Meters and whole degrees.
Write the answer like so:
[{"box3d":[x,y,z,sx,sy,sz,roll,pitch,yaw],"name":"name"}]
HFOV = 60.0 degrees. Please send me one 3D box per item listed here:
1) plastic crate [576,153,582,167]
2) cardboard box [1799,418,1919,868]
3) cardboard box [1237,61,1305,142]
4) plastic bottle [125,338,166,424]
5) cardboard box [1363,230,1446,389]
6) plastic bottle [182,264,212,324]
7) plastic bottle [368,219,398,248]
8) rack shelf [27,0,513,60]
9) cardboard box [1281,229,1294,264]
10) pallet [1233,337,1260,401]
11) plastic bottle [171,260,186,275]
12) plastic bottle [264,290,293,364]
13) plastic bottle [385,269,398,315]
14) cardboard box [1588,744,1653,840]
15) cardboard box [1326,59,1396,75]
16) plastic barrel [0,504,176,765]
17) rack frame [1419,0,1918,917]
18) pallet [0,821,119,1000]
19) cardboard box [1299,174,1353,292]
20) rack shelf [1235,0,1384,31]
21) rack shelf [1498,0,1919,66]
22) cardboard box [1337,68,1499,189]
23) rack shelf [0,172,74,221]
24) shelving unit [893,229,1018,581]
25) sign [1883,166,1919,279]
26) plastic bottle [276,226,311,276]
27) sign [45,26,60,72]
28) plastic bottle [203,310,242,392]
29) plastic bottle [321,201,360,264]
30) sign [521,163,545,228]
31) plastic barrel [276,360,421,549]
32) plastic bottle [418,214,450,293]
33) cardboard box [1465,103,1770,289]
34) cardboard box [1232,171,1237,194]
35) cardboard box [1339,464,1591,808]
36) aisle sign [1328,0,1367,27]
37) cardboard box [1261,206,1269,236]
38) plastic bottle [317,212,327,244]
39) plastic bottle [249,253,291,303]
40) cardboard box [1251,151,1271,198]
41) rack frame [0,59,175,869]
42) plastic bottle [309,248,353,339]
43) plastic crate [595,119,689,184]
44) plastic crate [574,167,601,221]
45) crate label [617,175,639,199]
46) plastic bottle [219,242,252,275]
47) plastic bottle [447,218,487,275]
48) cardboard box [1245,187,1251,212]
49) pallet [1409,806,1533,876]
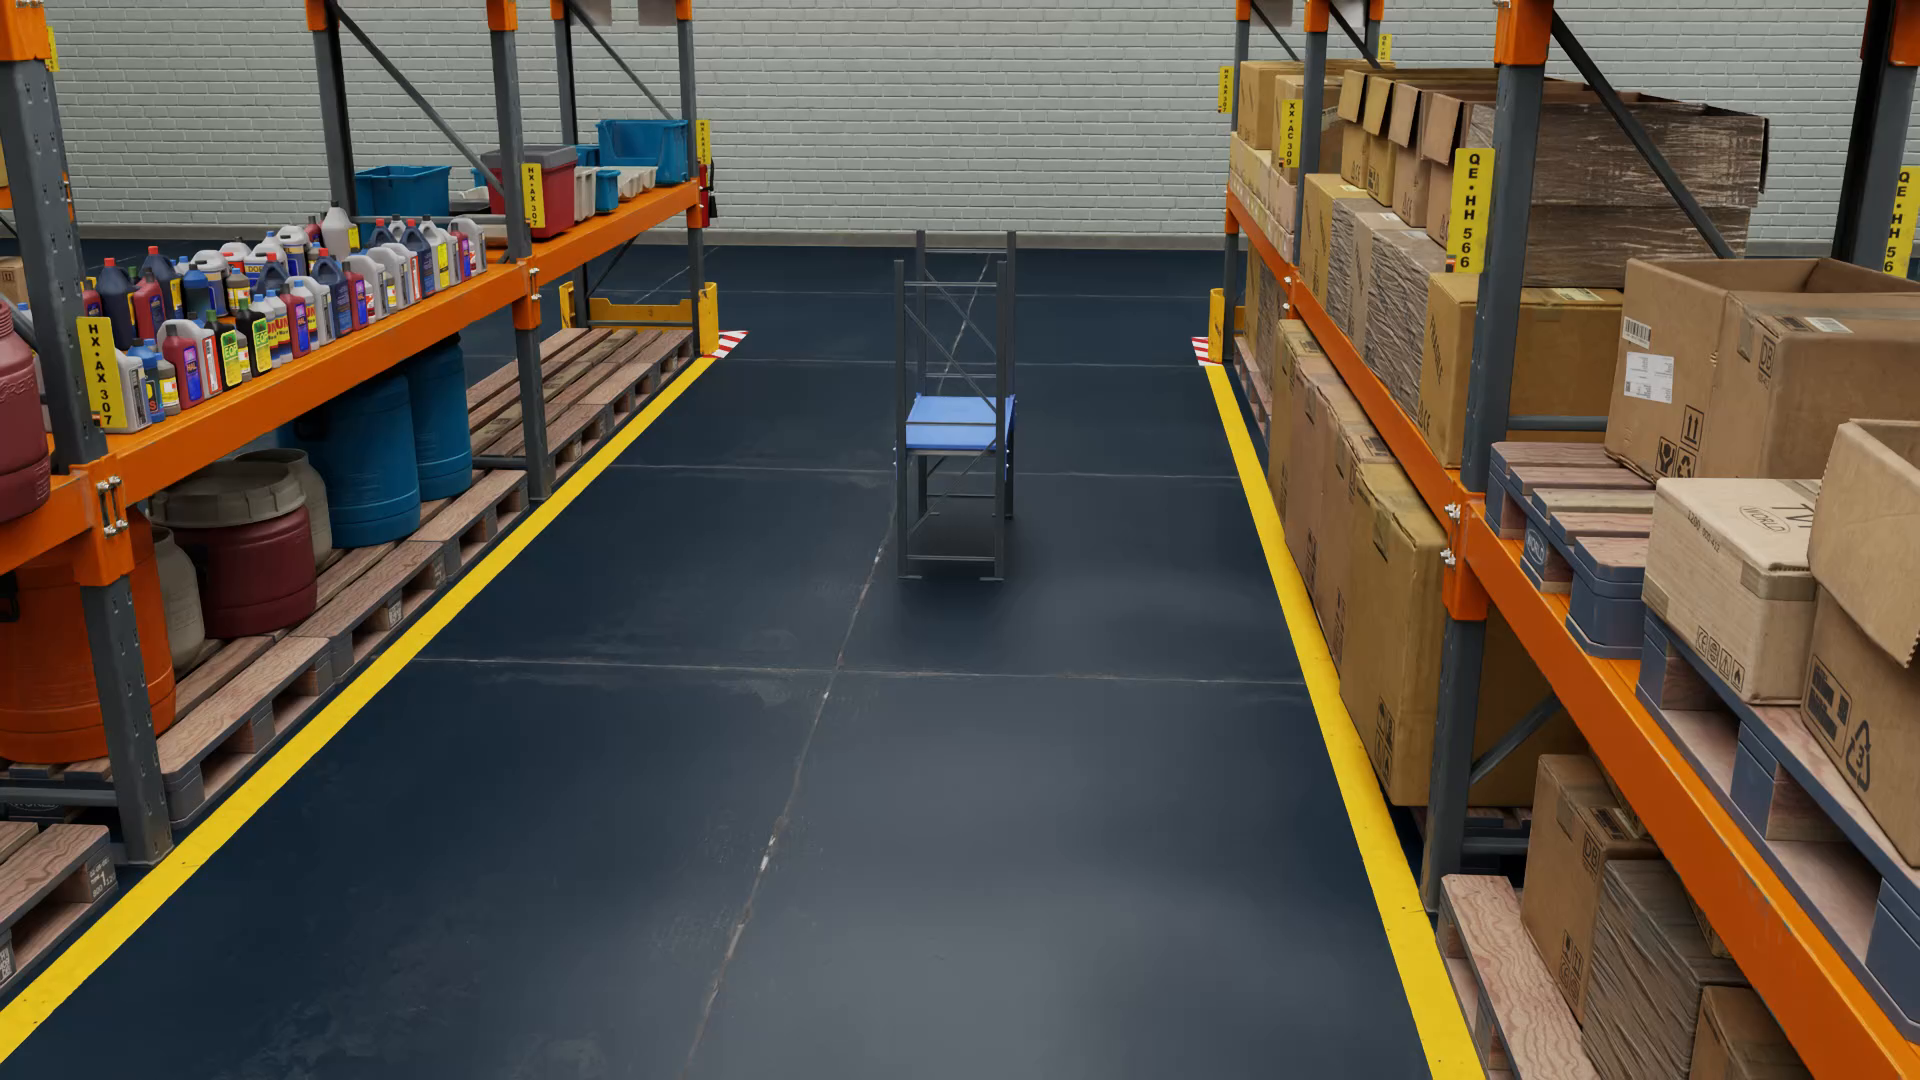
[{"box3d":[-2.858,-2.577,11.643,0.416,0.233,0.300,1,18,4],"name":"plastic crate"},{"box3d":[1.647,0.146,2.319,0.797,0.503,0.637,3,18,10],"name":"cardboard box"},{"box3d":[2.135,-2.920,11.075,0.500,0.500,0.500,1,18,3],"name":"cardboard box"},{"box3d":[-2.650,-0.519,5.396,0.097,0.271,0.097,0,18,0],"name":"plastic bottle"},{"box3d":[1.765,-0.829,5.976,0.500,0.500,0.500,1,18,2],"name":"cardboard box"},{"box3d":[-3.154,-1.005,6.878,0.097,0.271,0.097,0,18,0],"name":"plastic bottle"},{"box3d":[-2.649,-1.289,7.620,0.144,0.351,0.185,1,18,4],"name":"plastic bottle"},{"box3d":[-2.895,-2.122,6.420,1.077,0.370,4.000,1,18,4],"name":"rack shelf"},{"box3d":[1.883,-1.532,8.684,0.380,0.149,0.250,1,18,4],"name":"cardboard box"},{"box3d":[2.496,-1.216,11.796,1.003,0.211,1.213,1,18,4],"name":"pallet"},{"box3d":[-3.291,-1.038,6.980,0.097,0.271,0.097,0,18,0],"name":"plastic bottle"},{"box3d":[-2.583,-0.806,6.272,0.097,0.271,0.097,0,18,0],"name":"plastic bottle"},{"box3d":[-2.511,-1.087,7.243,0.097,0.201,0.097,0,18,0],"name":"plastic bottle"},{"box3d":[1.883,0.524,4.109,0.500,0.250,0.500,2,18,6],"name":"cardboard box"},{"box3d":[2.702,-3.061,11.505,0.500,0.500,0.500,2,18,5],"name":"cardboard box"},{"box3d":[-3.021,0.262,5.617,0.600,0.830,0.708,1,18,4],"name":"plastic barrel"},{"box3d":[1.901,-0.307,4.542,1.000,3.000,0.127,1,18,4],"name":"rack frame"},{"box3d":[-3.133,1.147,4.582,1.003,0.211,1.213,1,18,4],"name":"pallet"},{"box3d":[1.906,-1.459,7.899,0.500,0.500,0.500,1,18,4],"name":"cardboard box"},{"box3d":[2.332,-3.254,9.874,1.077,0.370,4.000,1,18,4],"name":"rack shelf"},{"box3d":[1.758,-0.769,2.291,1.077,0.370,4.000,1,18,4],"name":"rack shelf"},{"box3d":[2.151,-1.875,7.556,0.797,0.503,0.637,1,18,2],"name":"cardboard box"},{"box3d":[-7.549,-2.051,11.020,1.077,0.370,4.000,1,18,4],"name":"rack shelf"},{"box3d":[-0.006,-0.686,8.109,0.538,1.500,1.048,1,18,4],"name":"shelving unit"},{"box3d":[2.443,-0.810,4.346,0.100,0.325,0.005,1,18,4],"name":"sign"},{"box3d":[-3.191,-1.352,7.931,0.152,0.276,0.135,1,18,4],"name":"plastic bottle"},{"box3d":[-6.853,-3.696,12.517,0.100,0.325,0.005,1,18,4],"name":"sign"},{"box3d":[-2.597,-0.673,5.848,0.061,0.283,0.133,1,18,4],"name":"plastic bottle"},{"box3d":[-3.103,-1.522,8.329,0.144,0.351,0.185,1,18,4],"name":"plastic bottle"},{"box3d":[-2.203,-1.778,8.589,0.100,0.325,0.005,1,18,4],"name":"sign"},{"box3d":[-2.859,-0.474,7.747,0.600,0.901,0.708,1,18,4],"name":"plastic barrel"},{"box3d":[-2.491,-1.344,7.785,0.144,0.351,0.185,1,18,4],"name":"plastic bottle"},{"box3d":[1.970,-1.058,5.062,0.797,0.503,0.637,2,18,6],"name":"cardboard box"},{"box3d":[2.103,-2.489,11.607,0.380,0.149,0.250,1,18,3],"name":"cardboard box"},{"box3d":[1.972,0.289,5.460,1.225,0.875,0.875,0,18,1],"name":"cardboard box"},{"box3d":[2.779,-4.042,11.768,0.394,0.787,0.004,1,18,4],"name":"aisle sign"},{"box3d":[1.957,-1.851,9.659,0.380,0.149,0.250,2,18,5],"name":"cardboard box"},{"box3d":[-3.204,-1.500,8.371,0.061,0.283,0.133,1,18,4],"name":"plastic bottle"},{"box3d":[-2.732,-0.963,6.624,0.144,0.351,0.185,1,18,4],"name":"plastic bottle"},{"box3d":[2.069,-2.239,10.201,0.500,0.250,0.500,1,18,3],"name":"cardboard box"},{"box3d":[-3.039,-0.417,4.880,1.000,3.000,0.127,1,18,4],"name":"rack frame"},{"box3d":[-2.570,-1.001,6.741,0.144,0.351,0.185,1,18,4],"name":"plastic bottle"},{"box3d":[-2.303,-2.839,12.117,0.616,0.435,0.499,1,18,4],"name":"plastic crate"},{"box3d":[-2.459,-2.102,10.115,0.437,0.282,0.530,1,18,4],"name":"plastic crate"},{"box3d":[-2.374,-2.371,11.169,0.396,0.136,0.243,1,18,4],"name":"crate label"},{"box3d":[-3.232,-1.178,7.400,0.152,0.276,0.135,1,18,4],"name":"plastic bottle"},{"box3d":[-2.458,-1.471,8.295,0.152,0.276,0.135,1,18,4],"name":"plastic bottle"},{"box3d":[2.031,-2.170,10.631,0.380,0.149,0.250,1,18,3],"name":"cardboard box"},{"box3d":[2.033,0.775,5.718,1.003,0.211,1.213,1,18,4],"name":"pallet"}]
